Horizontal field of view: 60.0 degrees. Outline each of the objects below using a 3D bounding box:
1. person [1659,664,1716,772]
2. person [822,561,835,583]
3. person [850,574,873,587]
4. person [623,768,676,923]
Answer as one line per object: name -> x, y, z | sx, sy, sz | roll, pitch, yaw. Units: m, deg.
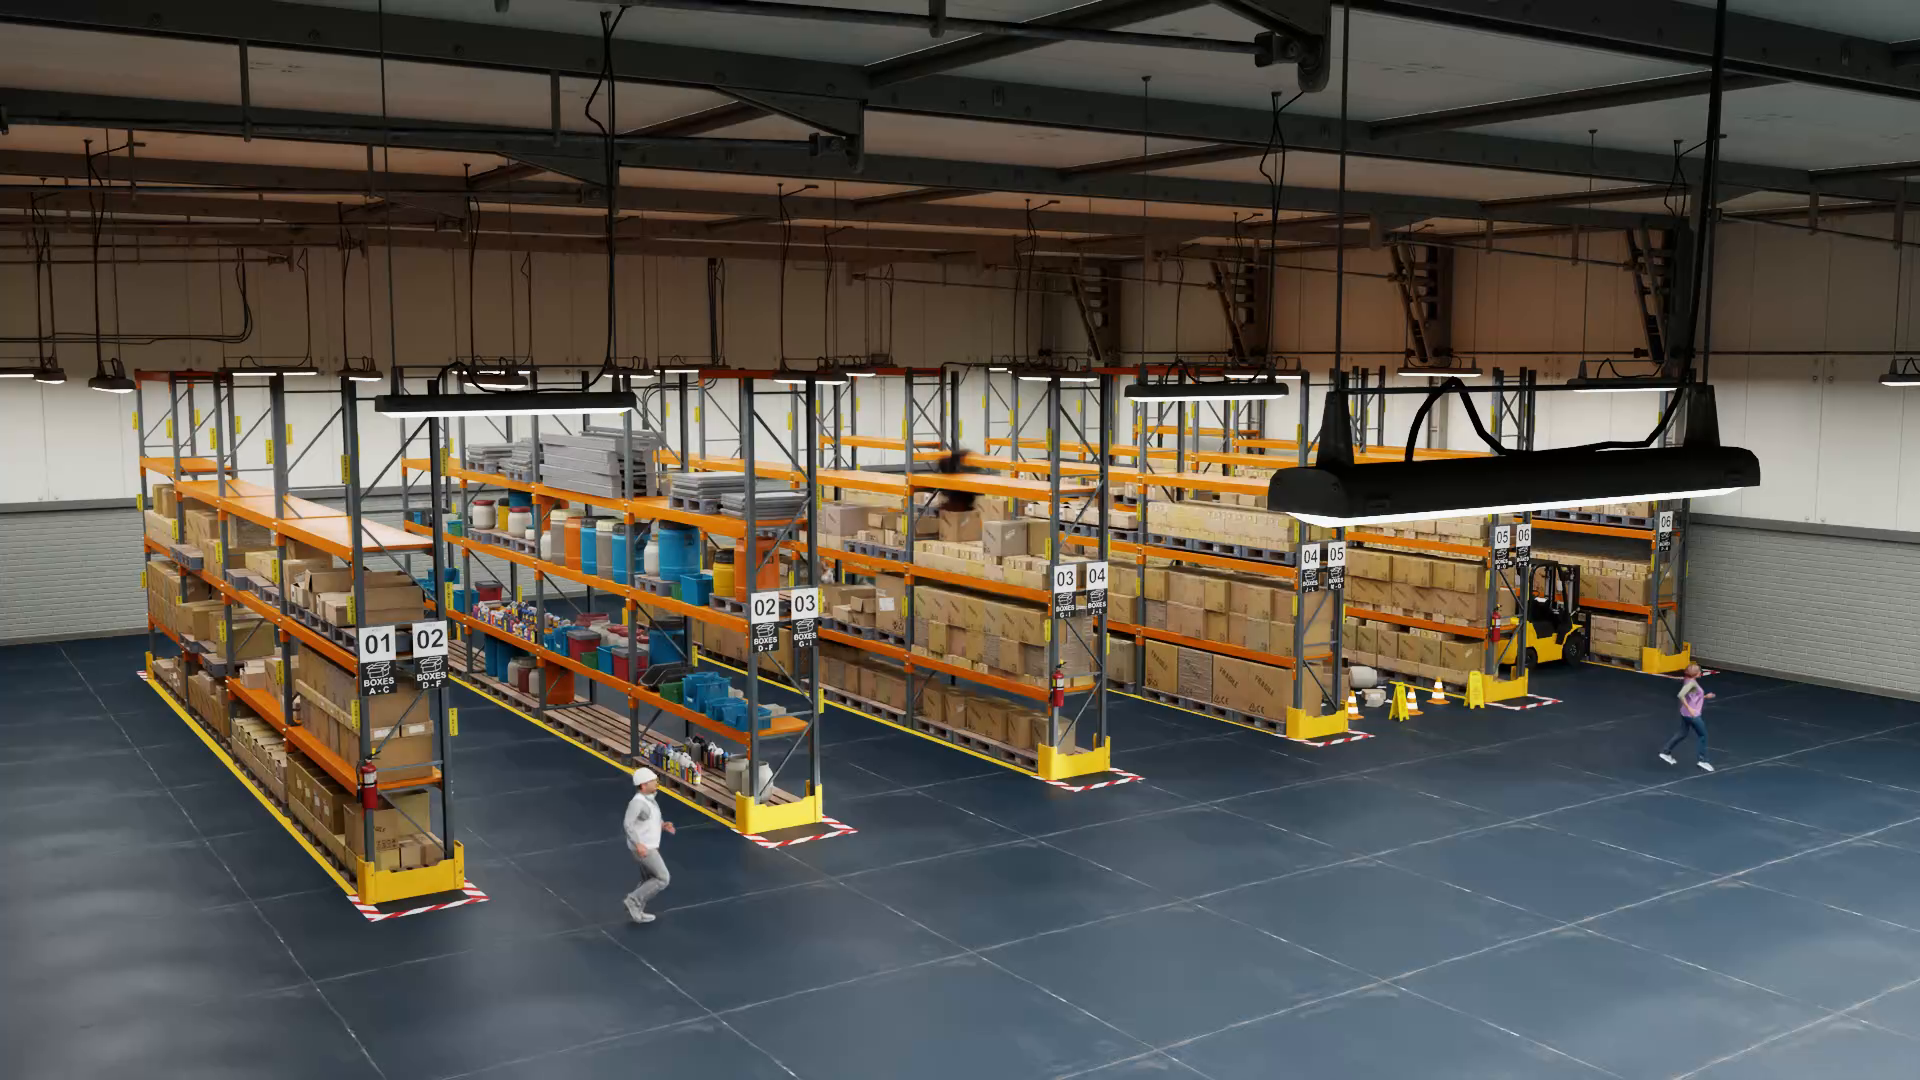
person -> 11.058, 2.681, 25.216 | 0.783, 1.631, 0.518 | 1, 7, 9
person -> -3.070, 1.286, 37.790 | 0.509, 1.650, 0.721 | -3, 7, -26
person -> -2.545, 0.781, 41.984 | 0.910, 1.632, 0.684 | 2, 7, 17
person -> -3.452, 3.387, 18.488 | 0.568, 1.742, 0.669 | -1, 6, -6
